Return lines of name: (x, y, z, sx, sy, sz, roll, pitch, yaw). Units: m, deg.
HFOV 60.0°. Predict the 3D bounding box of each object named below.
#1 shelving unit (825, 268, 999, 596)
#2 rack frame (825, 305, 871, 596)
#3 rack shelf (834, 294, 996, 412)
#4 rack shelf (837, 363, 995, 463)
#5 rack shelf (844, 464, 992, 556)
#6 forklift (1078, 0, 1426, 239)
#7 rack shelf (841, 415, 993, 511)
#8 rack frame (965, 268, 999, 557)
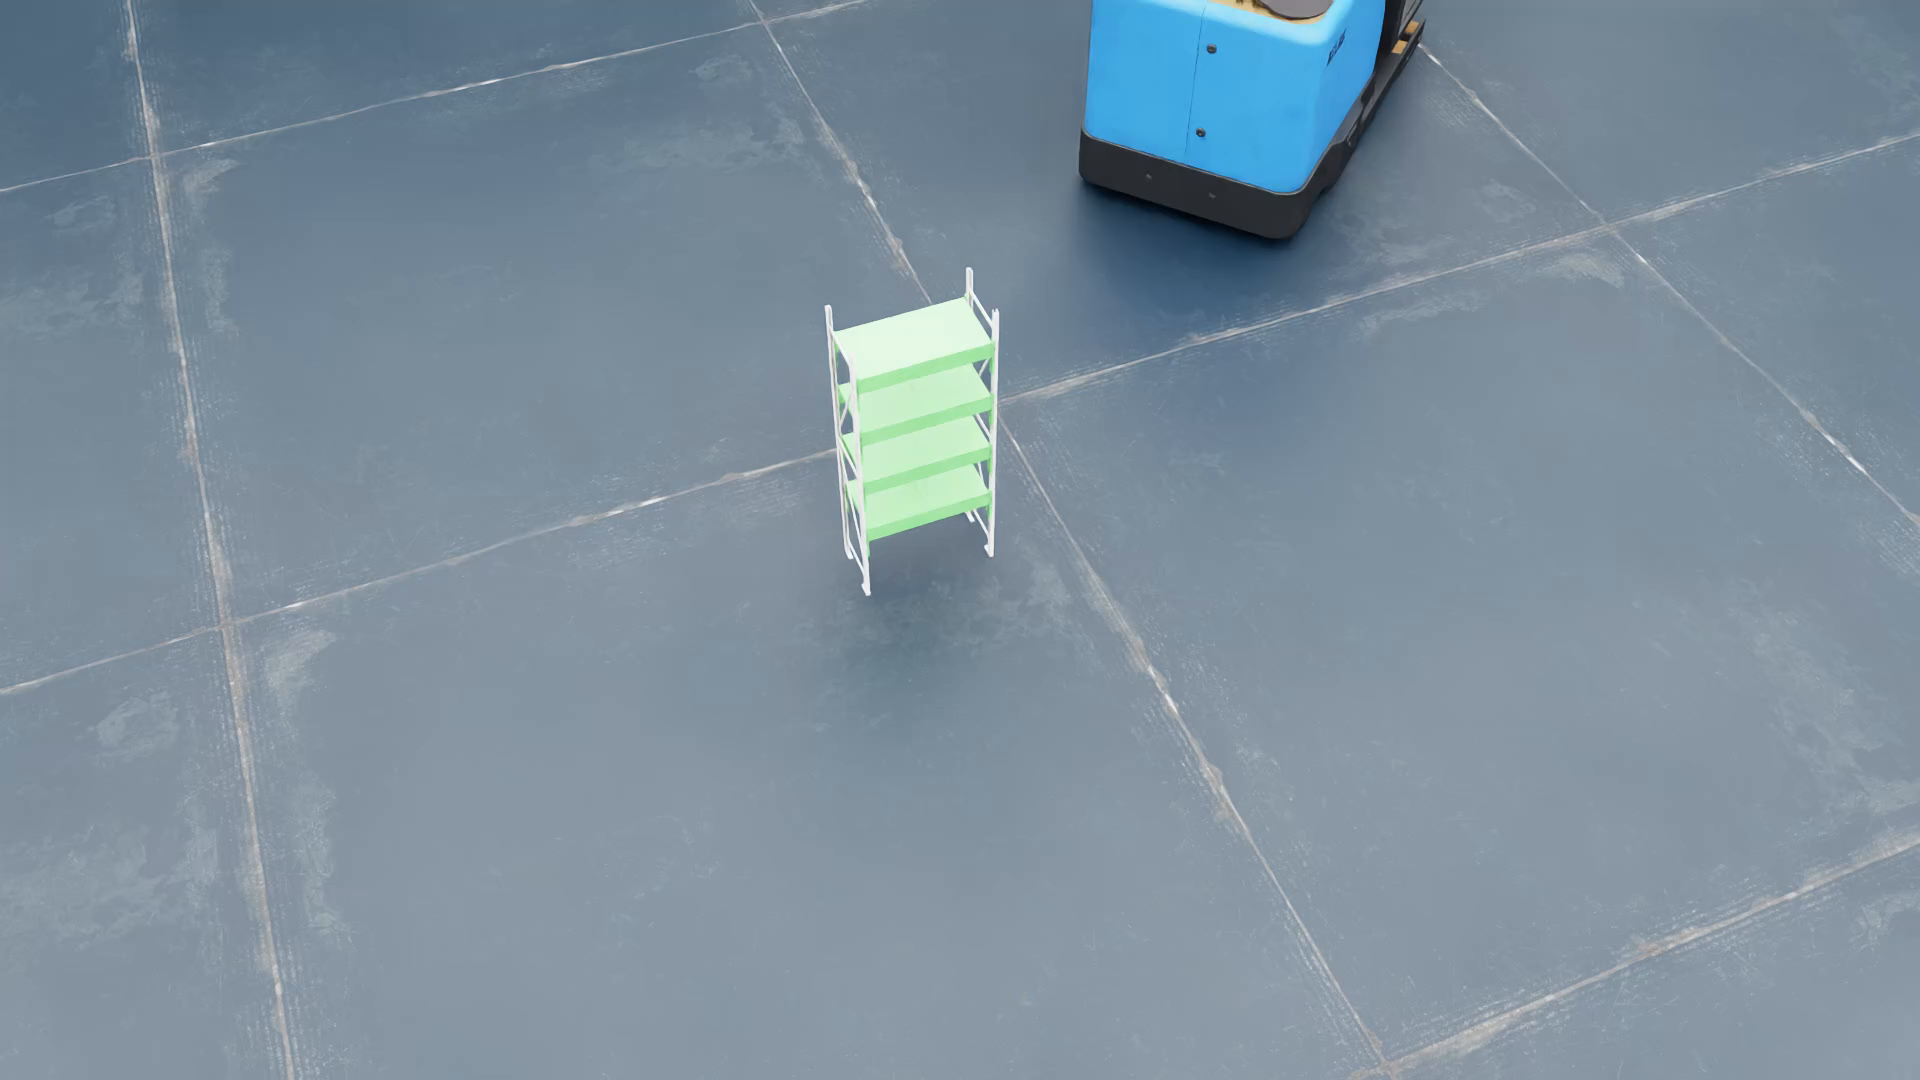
shelving unit: (-0.153, -0.343, 5.754, 0.503, 1.200, 0.258, -17, 52, -14)
rack frame: (-0.379, -0.273, 5.694, 0.015, 1.200, 0.240, -17, 52, -14)
rack shelf: (-0.153, -0.615, 5.438, 0.480, 0.148, 0.258, -17, 52, -14)
rack shelf: (-0.153, -0.458, 5.620, 0.480, 0.148, 0.258, -17, 52, -14)
rack shelf: (-0.153, -0.145, 5.985, 0.480, 0.148, 0.258, -17, 52, -14)
forklift: (1.665, -3.402, 7.240, 1.130, 2.935, 3.031, 21, 53, 17)
rack shelf: (-0.153, -0.302, 5.803, 0.480, 0.148, 0.258, -17, 52, -14)
rack frame: (0.073, -0.413, 5.814, 0.015, 1.200, 0.240, -17, 52, -14)
